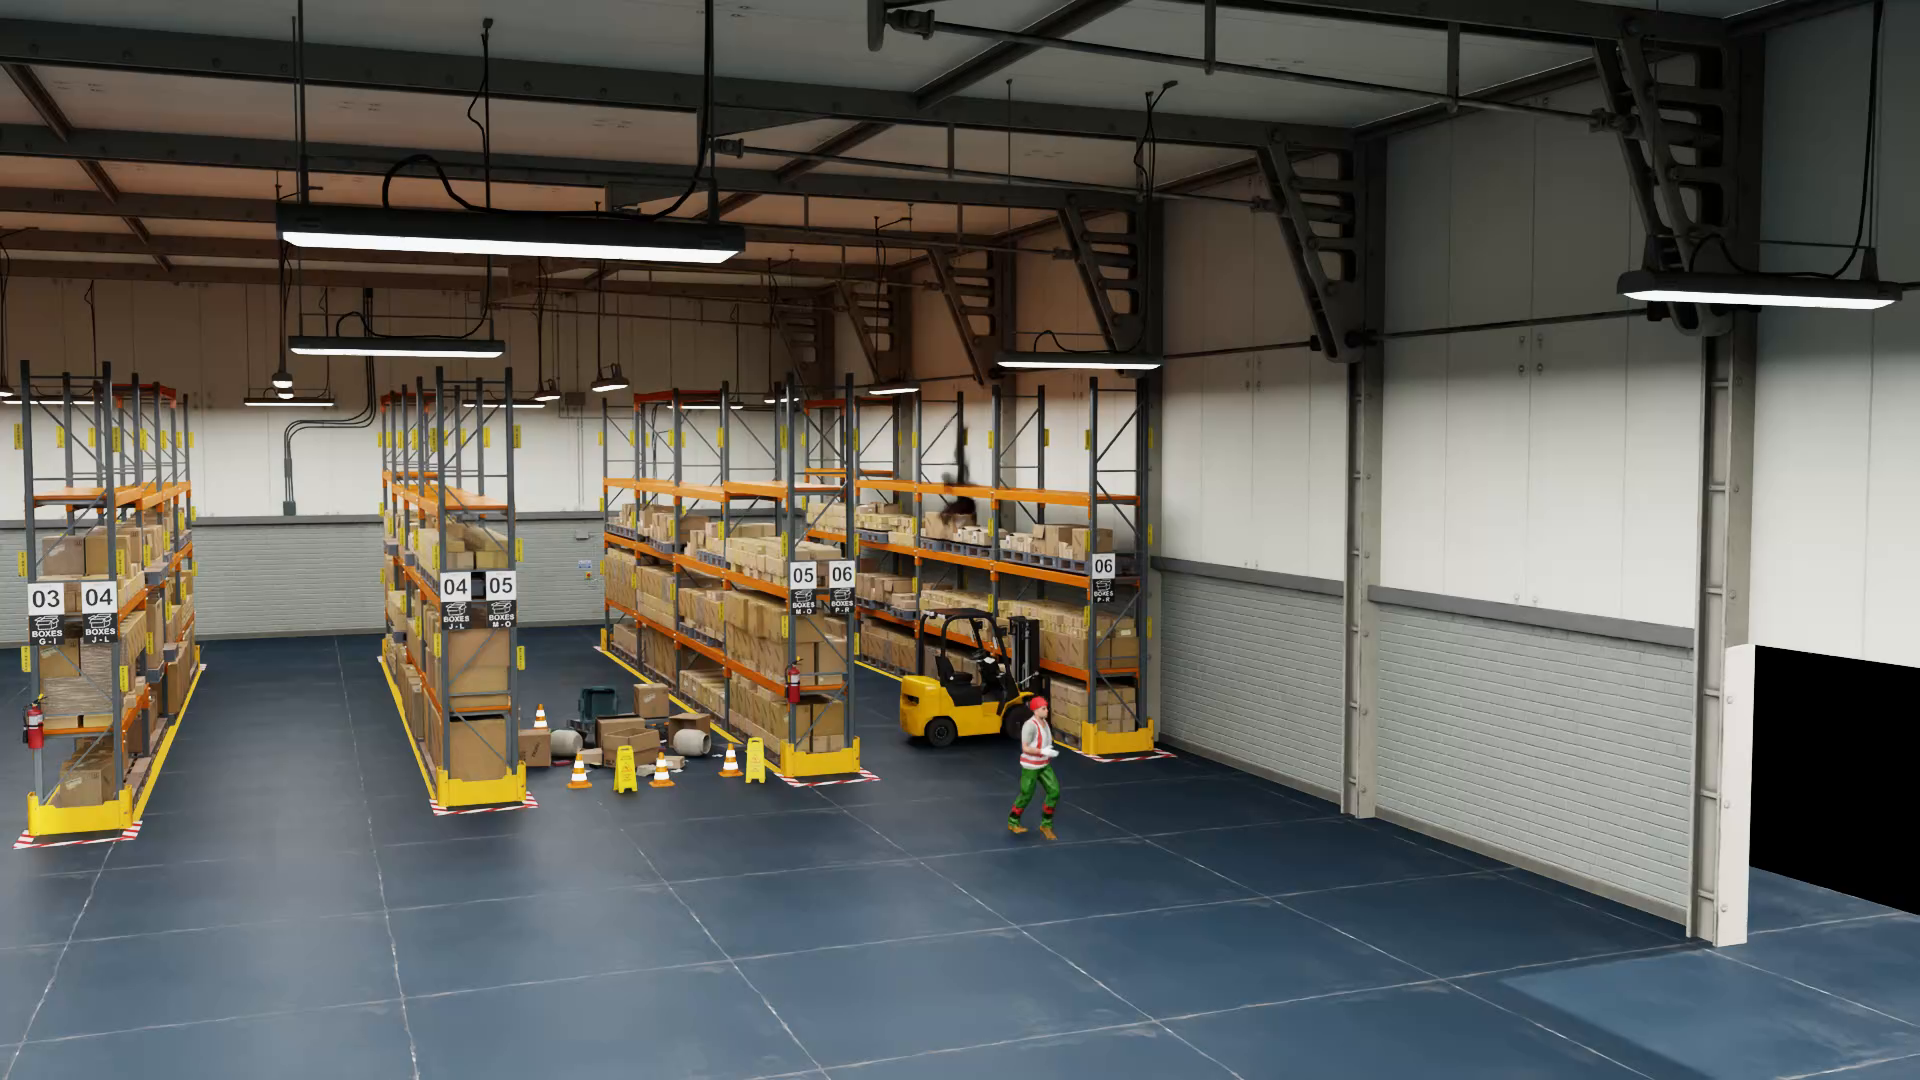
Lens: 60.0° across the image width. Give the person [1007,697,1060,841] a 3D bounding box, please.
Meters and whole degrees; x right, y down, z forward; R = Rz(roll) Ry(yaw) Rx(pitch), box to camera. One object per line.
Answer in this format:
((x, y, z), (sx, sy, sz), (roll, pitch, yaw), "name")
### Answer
((0.945, 2.869, 20.809), (0.805, 1.839, 0.595), (3, 4, 40), "person")
